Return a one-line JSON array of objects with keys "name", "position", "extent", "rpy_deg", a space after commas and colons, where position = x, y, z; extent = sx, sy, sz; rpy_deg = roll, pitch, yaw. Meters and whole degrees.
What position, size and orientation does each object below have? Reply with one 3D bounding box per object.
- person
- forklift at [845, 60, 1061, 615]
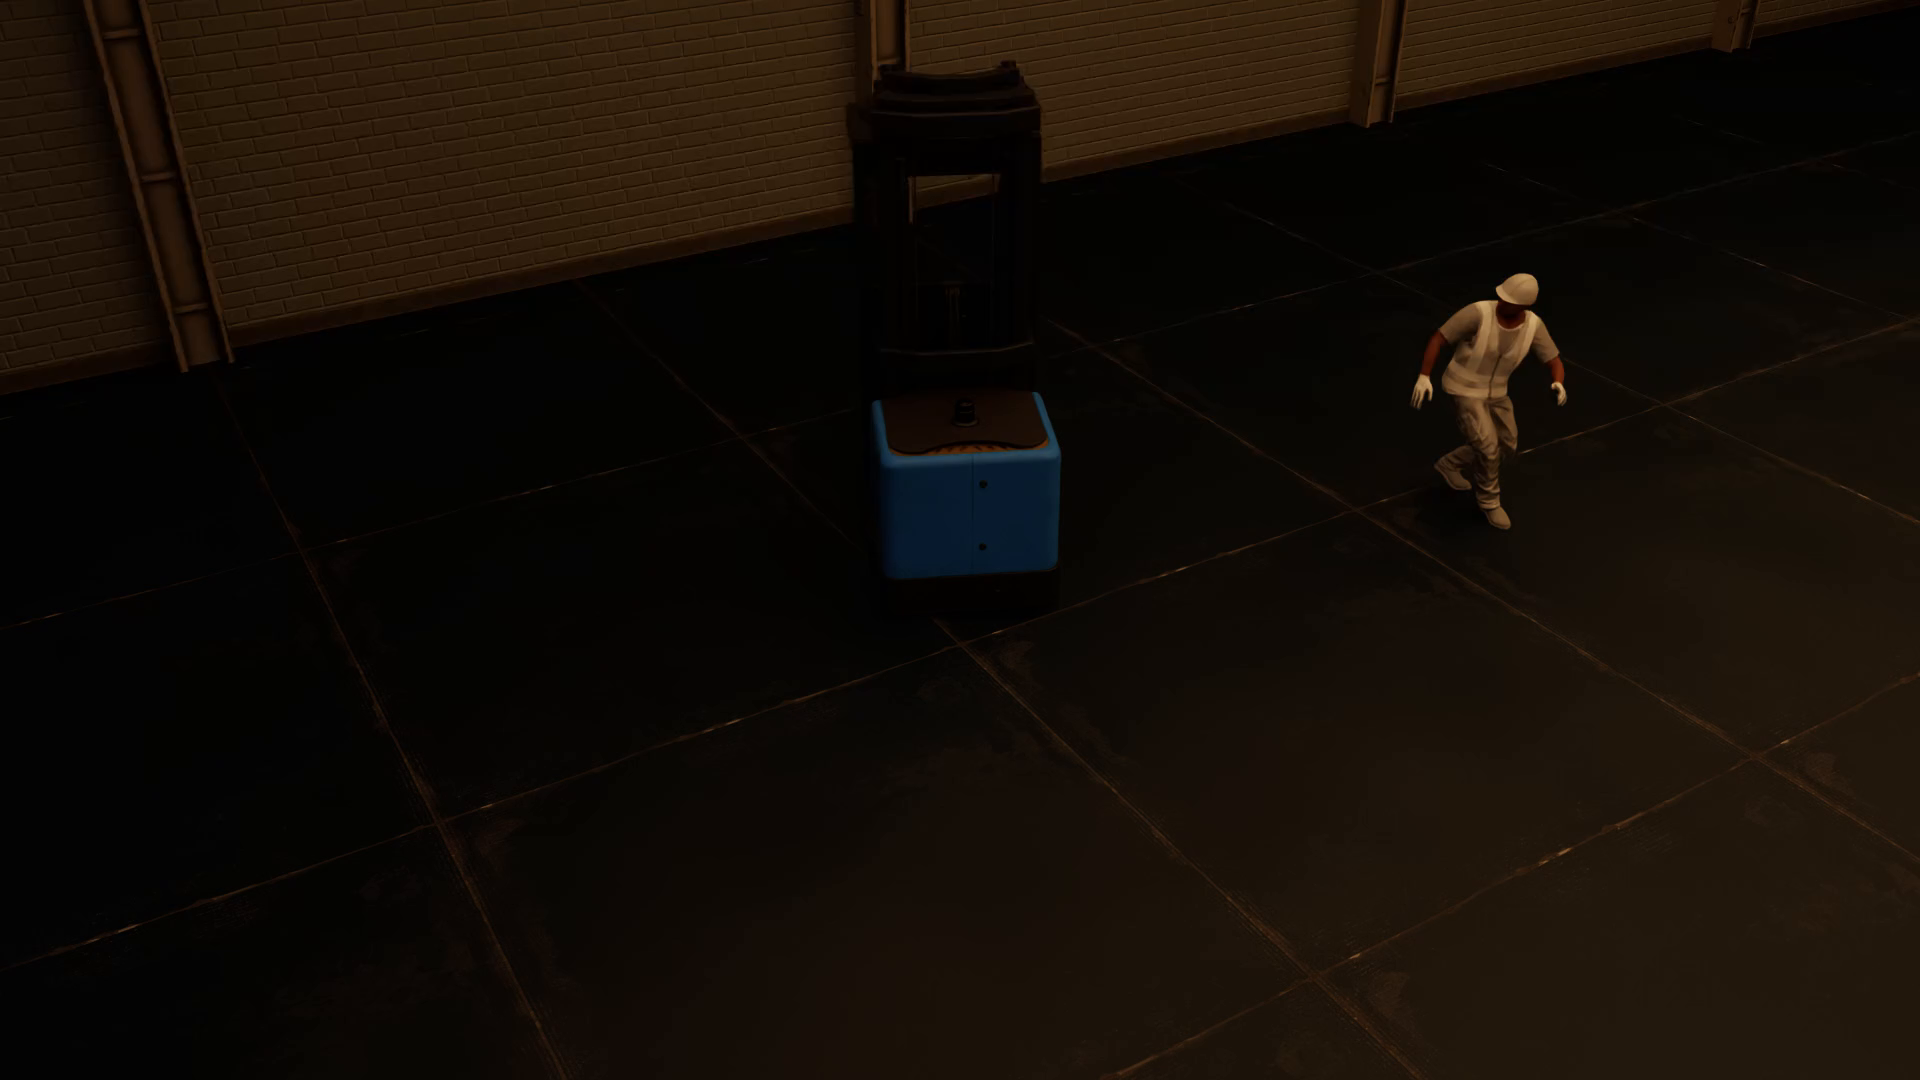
[{"name": "person", "position": [3.283, -0.871, 10.366], "extent": [0.920, 1.639, 0.865], "rpy_deg": [-10, 32, -17]}, {"name": "forklift", "position": [-0.105, -1.557, 10.248], "extent": [1.130, 2.935, 3.031], "rpy_deg": [-3, 31, -6]}]
